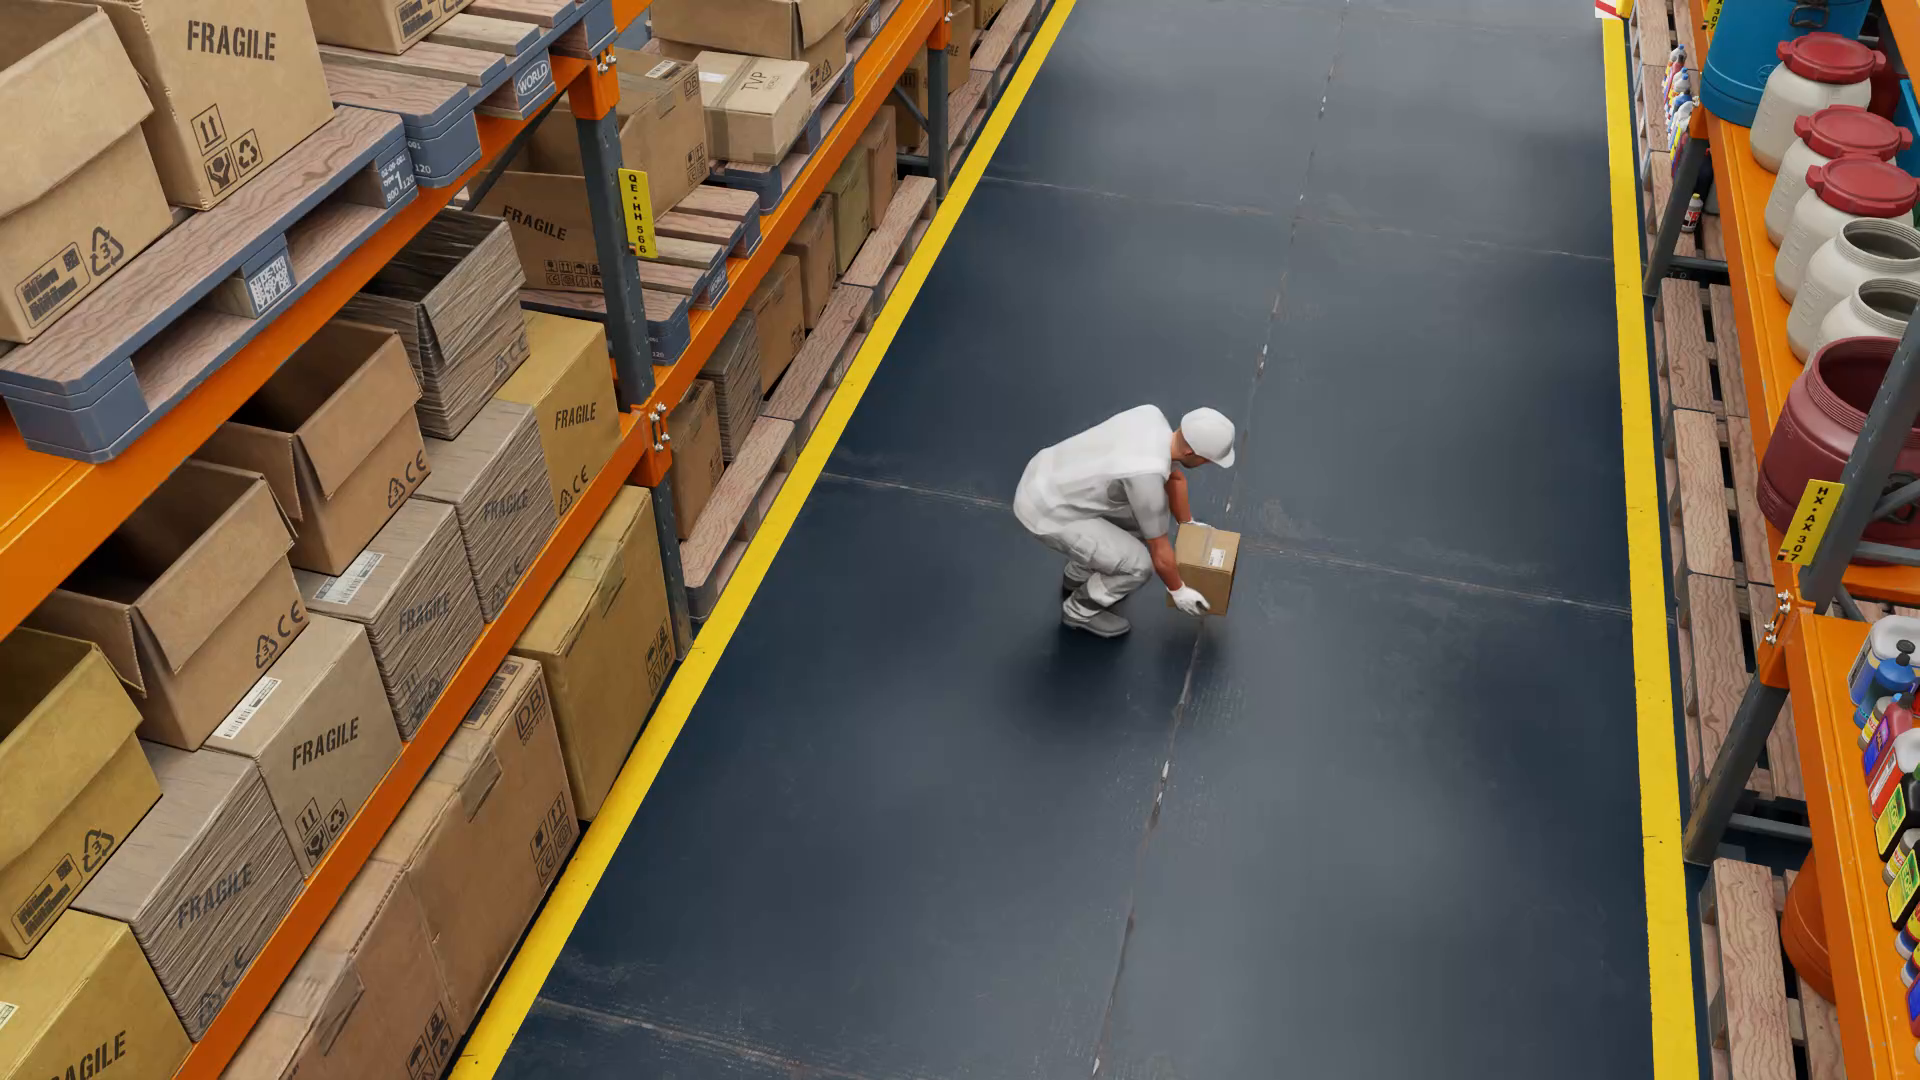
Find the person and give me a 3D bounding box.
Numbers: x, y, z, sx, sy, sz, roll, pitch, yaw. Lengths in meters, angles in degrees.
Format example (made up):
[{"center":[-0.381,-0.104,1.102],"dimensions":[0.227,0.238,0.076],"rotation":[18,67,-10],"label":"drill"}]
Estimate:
[{"center":[0.660,-0.126,6.838],"dimensions":[0.859,1.074,0.572],"rotation":[10,42,11],"label":"person"}]
